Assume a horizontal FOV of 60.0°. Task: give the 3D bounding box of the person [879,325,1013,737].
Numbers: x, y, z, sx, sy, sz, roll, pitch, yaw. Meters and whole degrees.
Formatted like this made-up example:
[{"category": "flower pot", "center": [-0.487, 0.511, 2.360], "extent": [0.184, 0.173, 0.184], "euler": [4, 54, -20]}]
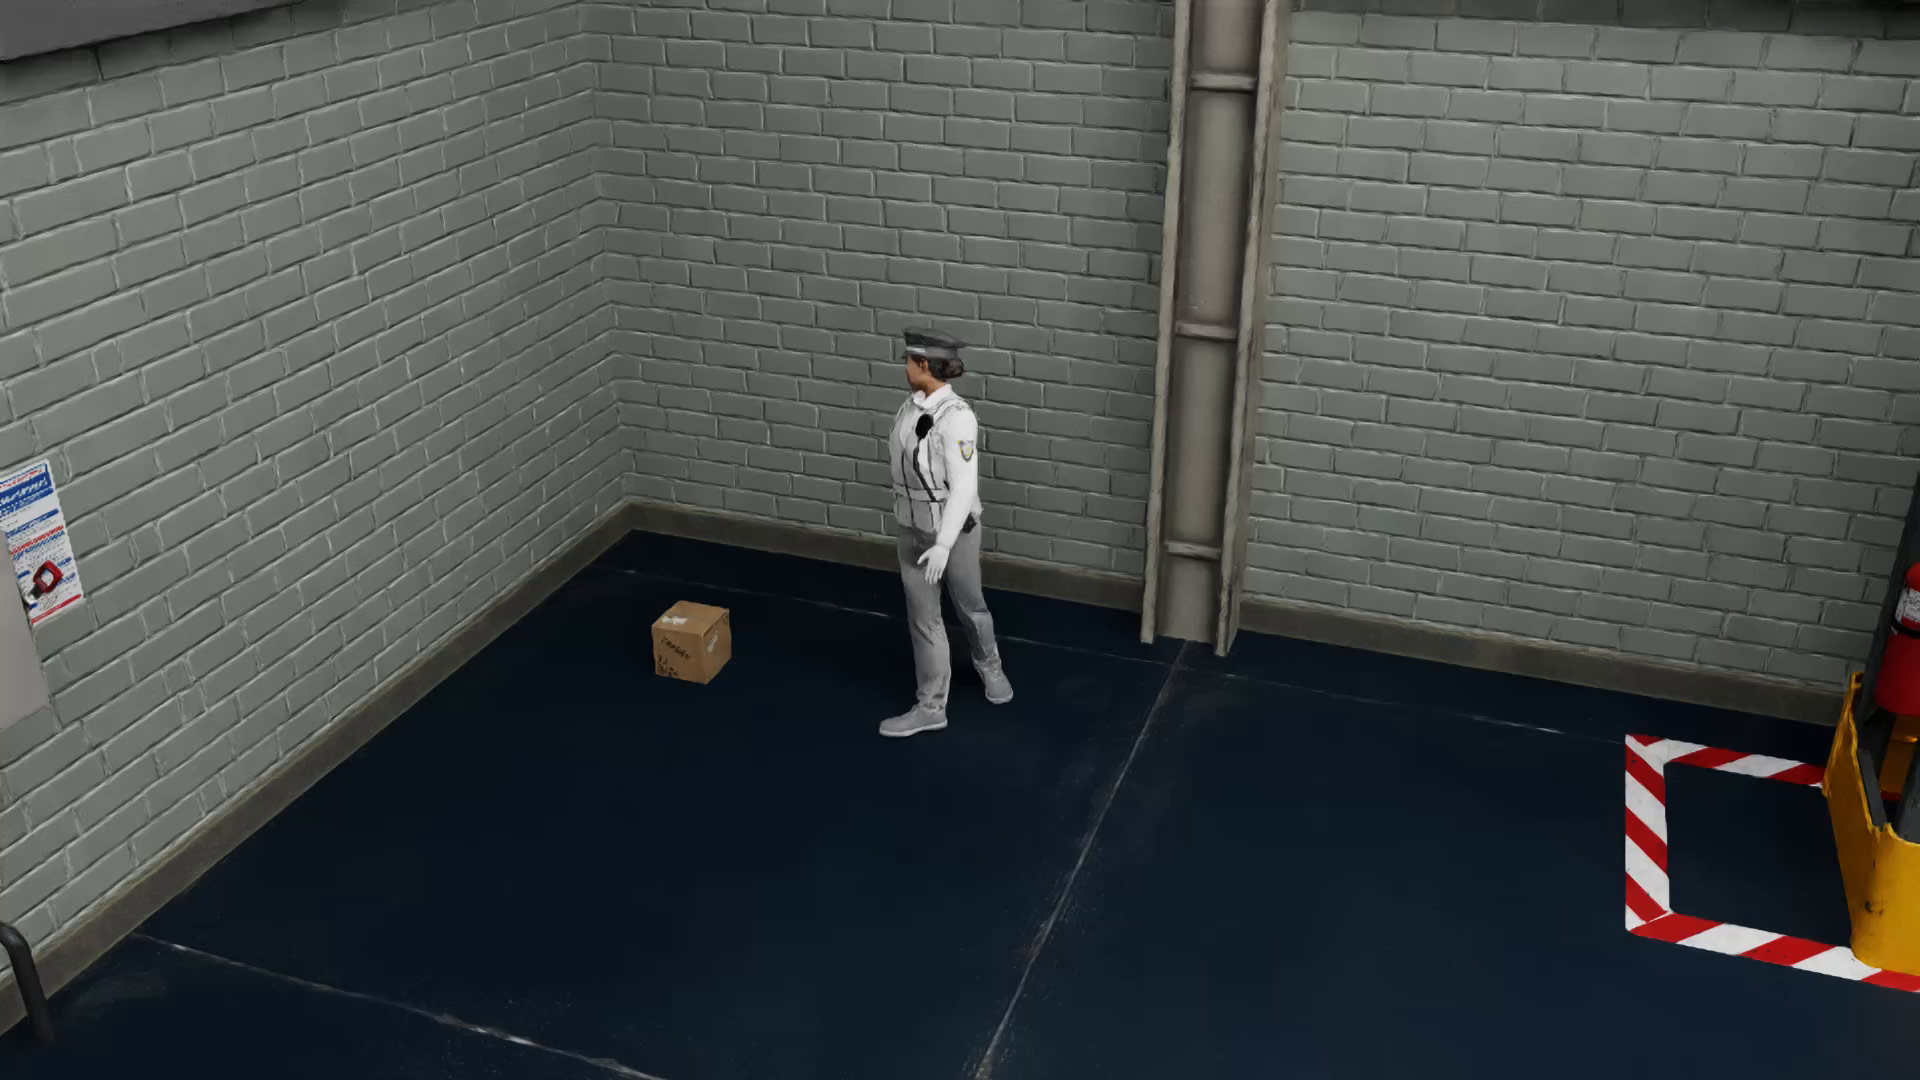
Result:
[{"category": "person", "center": [-0.103, -0.039, 6.703], "extent": [0.519, 1.642, 0.688], "euler": [23, 34, 39]}]
